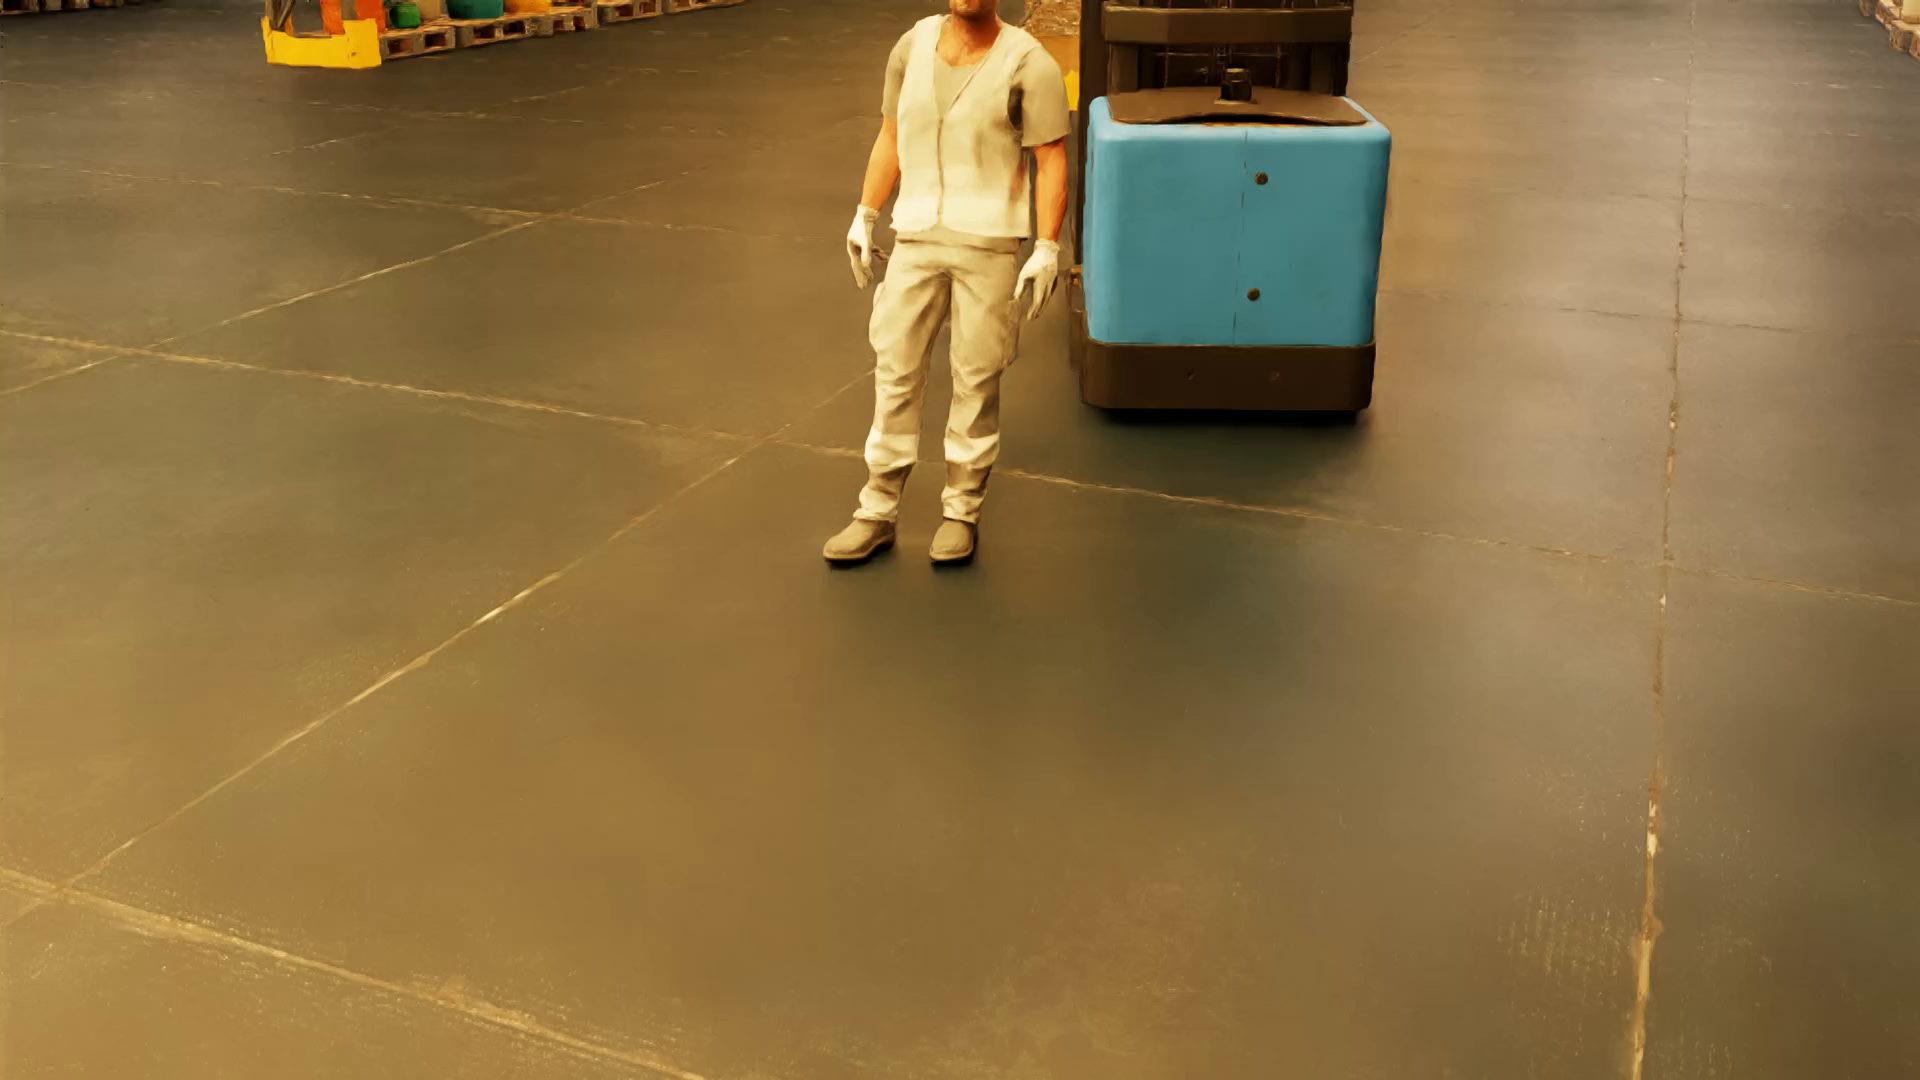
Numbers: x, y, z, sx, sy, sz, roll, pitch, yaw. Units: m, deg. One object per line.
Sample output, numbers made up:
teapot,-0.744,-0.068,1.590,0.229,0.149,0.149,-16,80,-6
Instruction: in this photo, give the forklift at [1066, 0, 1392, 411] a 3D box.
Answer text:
forklift,1.041,-2.343,6.897,1.130,2.935,3.031,1,23,2

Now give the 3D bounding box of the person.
person,-0.041,-0.805,4.681,0.637,1.787,0.563,9,24,21
